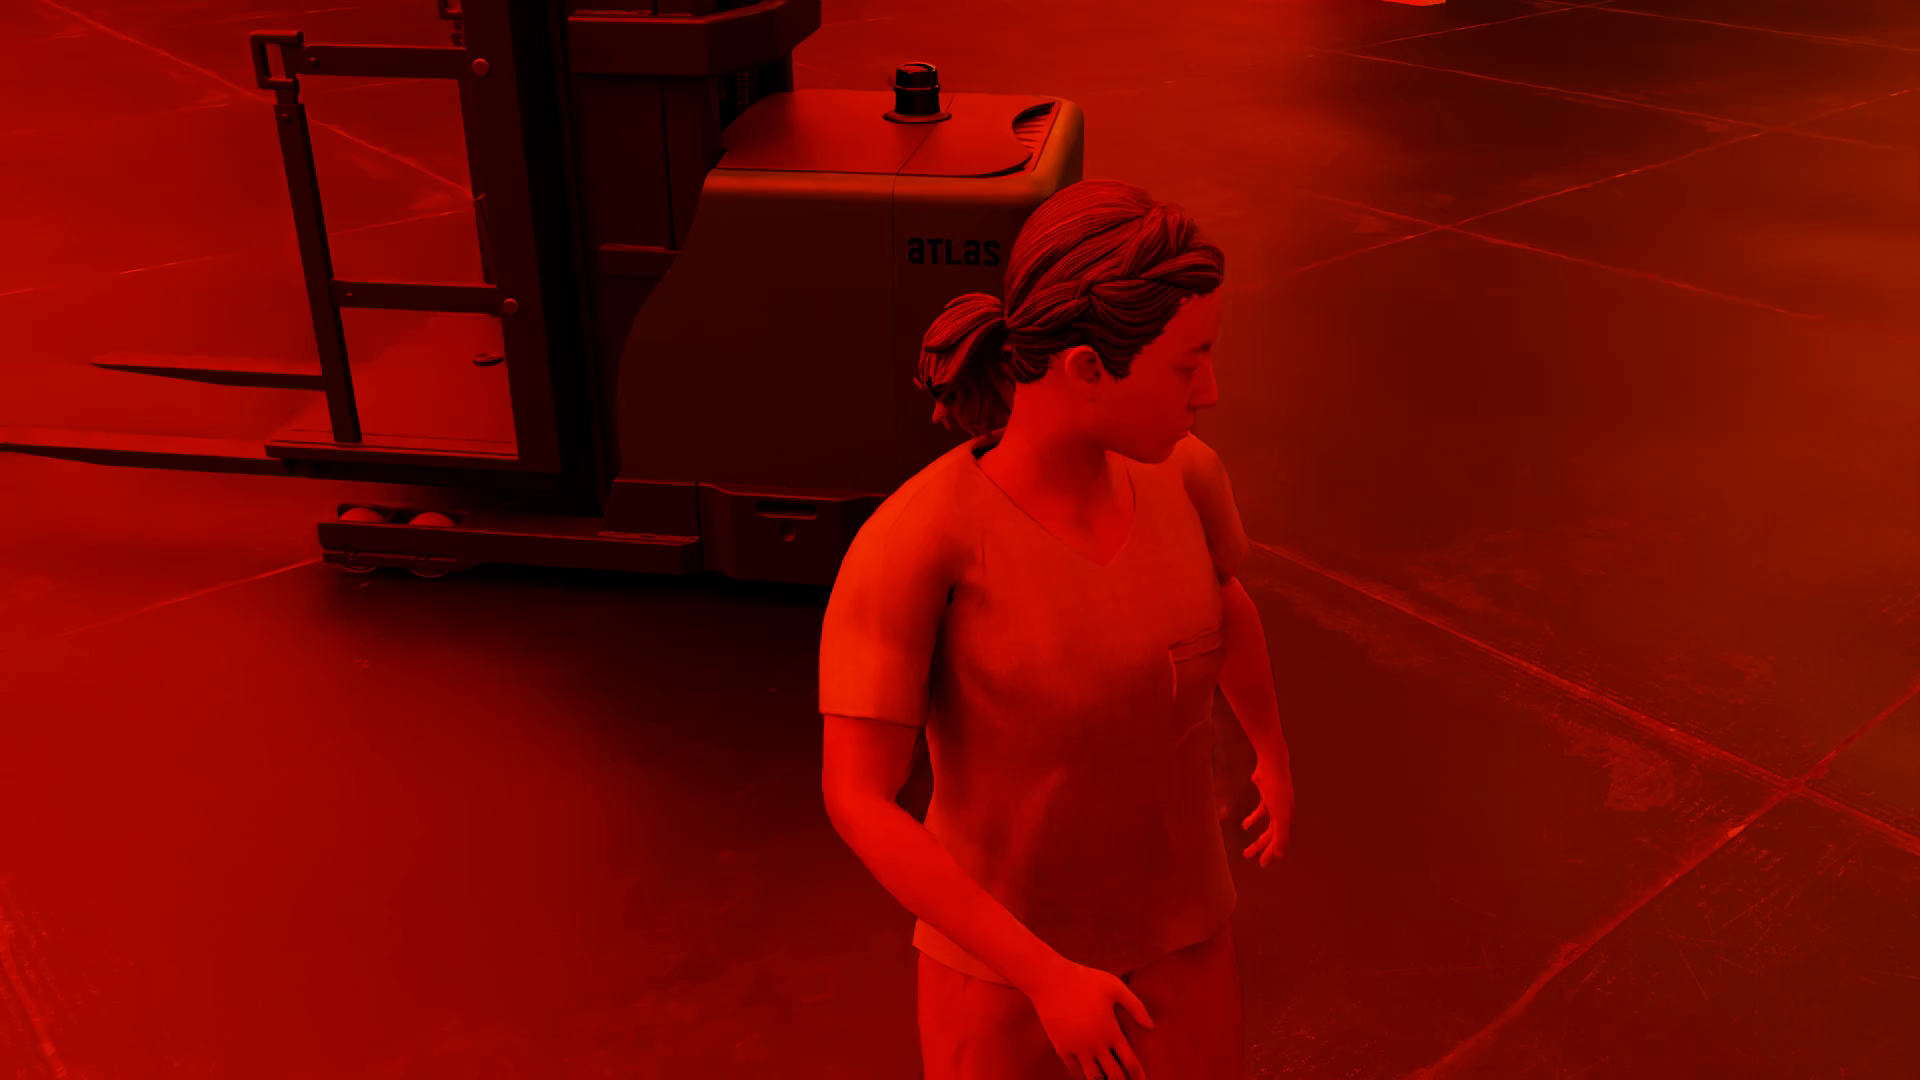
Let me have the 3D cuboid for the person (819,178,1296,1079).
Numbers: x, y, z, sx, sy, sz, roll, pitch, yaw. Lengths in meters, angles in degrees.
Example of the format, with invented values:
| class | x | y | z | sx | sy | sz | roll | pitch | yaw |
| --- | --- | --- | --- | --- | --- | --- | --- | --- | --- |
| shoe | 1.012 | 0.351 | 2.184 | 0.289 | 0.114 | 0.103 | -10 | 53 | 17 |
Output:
| class | x | y | z | sx | sy | sz | roll | pitch | yaw |
| --- | --- | --- | --- | --- | --- | --- | --- | --- | --- |
| person | 0.161 | 0.423 | 1.826 | 0.637 | 1.630 | 0.554 | -9 | 28 | -17 |

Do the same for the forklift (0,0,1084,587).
| class | x | y | z | sx | sy | sz | roll | pitch | yaw |
| --- | --- | --- | --- | --- | --- | --- | --- | --- | --- |
| forklift | -1.211 | -1.442 | 4.110 | 3.031 | 2.935 | 1.130 | 4 | 27 | 7 |
